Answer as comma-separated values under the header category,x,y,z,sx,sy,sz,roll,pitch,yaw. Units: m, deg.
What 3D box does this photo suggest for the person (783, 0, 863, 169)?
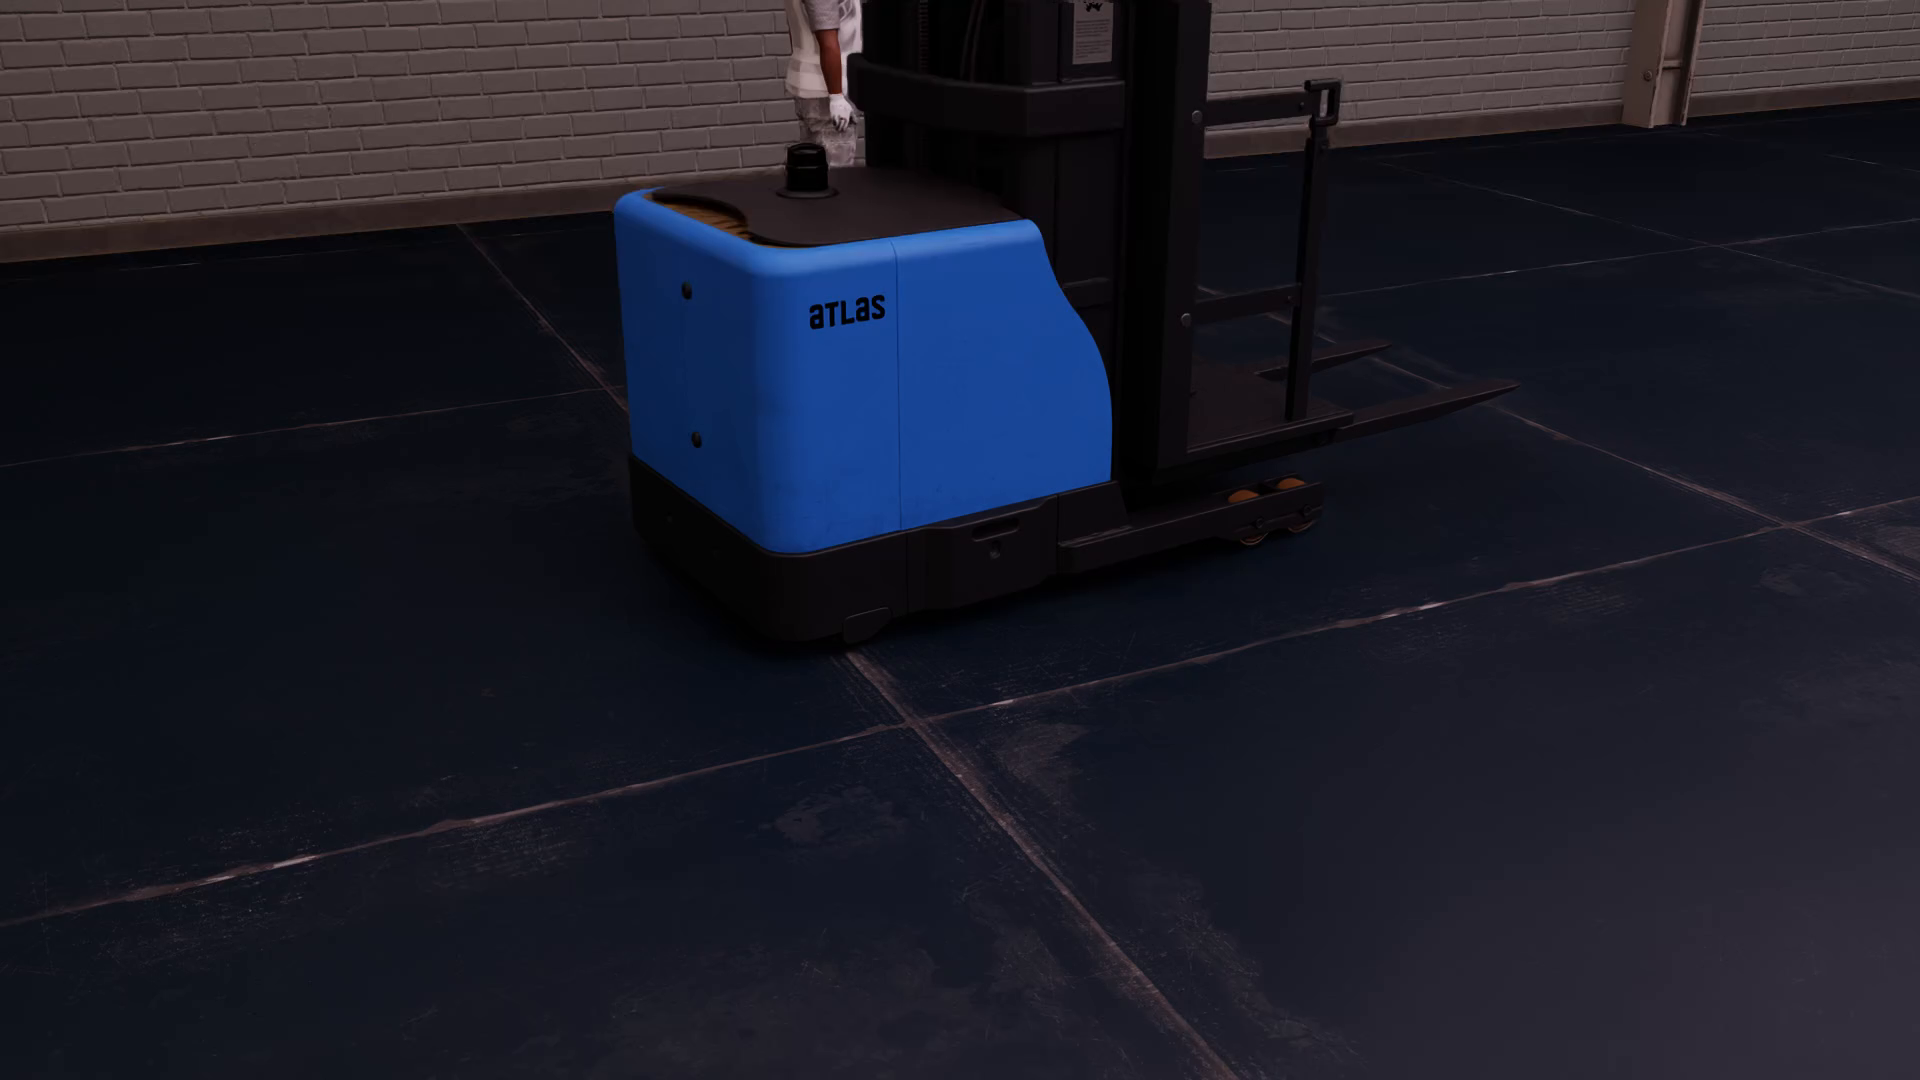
category,x,y,z,sx,sy,sz,roll,pitch,yaw
person,-0.609,-2.070,7.761,0.386,1.790,0.539,-8,24,-19

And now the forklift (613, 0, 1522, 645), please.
category,x,y,z,sx,sy,sz,roll,pitch,yaw
forklift,0.529,-1.493,4.879,3.031,2.935,1.130,-14,26,-30
